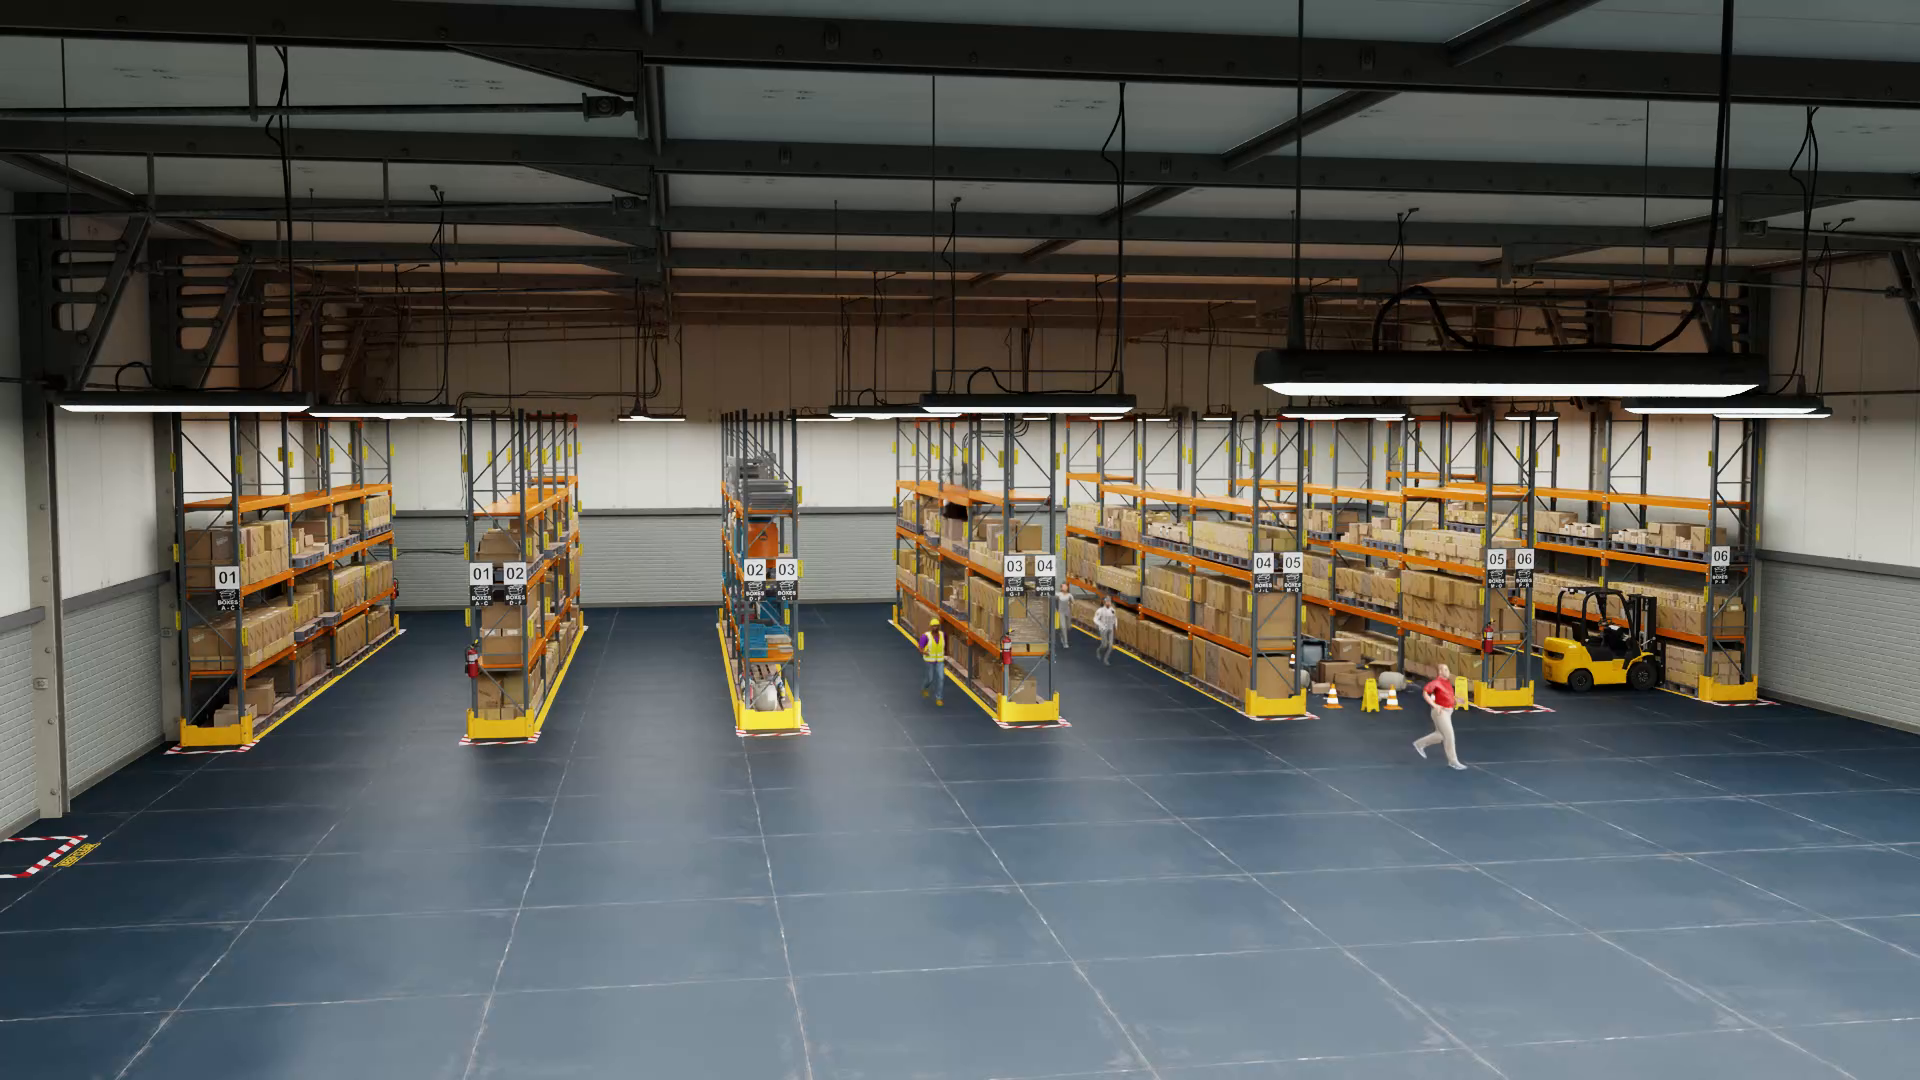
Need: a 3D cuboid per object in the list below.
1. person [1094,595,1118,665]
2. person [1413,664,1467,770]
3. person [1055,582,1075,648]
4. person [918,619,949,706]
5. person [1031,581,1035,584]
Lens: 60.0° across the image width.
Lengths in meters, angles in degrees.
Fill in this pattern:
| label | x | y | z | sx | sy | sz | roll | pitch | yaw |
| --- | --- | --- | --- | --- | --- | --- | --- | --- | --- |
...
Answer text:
| label | x | y | z | sx | sy | sz | roll | pitch | yaw |
| --- | --- | --- | --- | --- | --- | --- | --- | --- | --- |
| person | 3.483 | 2.135 | 39.598 | 0.605 | 1.654 | 0.540 | -1 | 4 | -20 |
| person | 8.027 | 2.932 | 27.798 | 0.951 | 1.737 | 0.664 | 3 | 5 | 33 |
| person | 2.672 | 1.909 | 42.613 | 0.573 | 1.645 | 0.888 | -1 | 4 | -13 |
| person | -0.541 | 2.470 | 33.995 | 0.681 | 1.754 | 0.948 | -1 | 4 | -18 |
| person | 1.911 | 1.530 | 47.524 | 0.757 | 1.767 | 0.920 | 0 | 4 | 7 |
